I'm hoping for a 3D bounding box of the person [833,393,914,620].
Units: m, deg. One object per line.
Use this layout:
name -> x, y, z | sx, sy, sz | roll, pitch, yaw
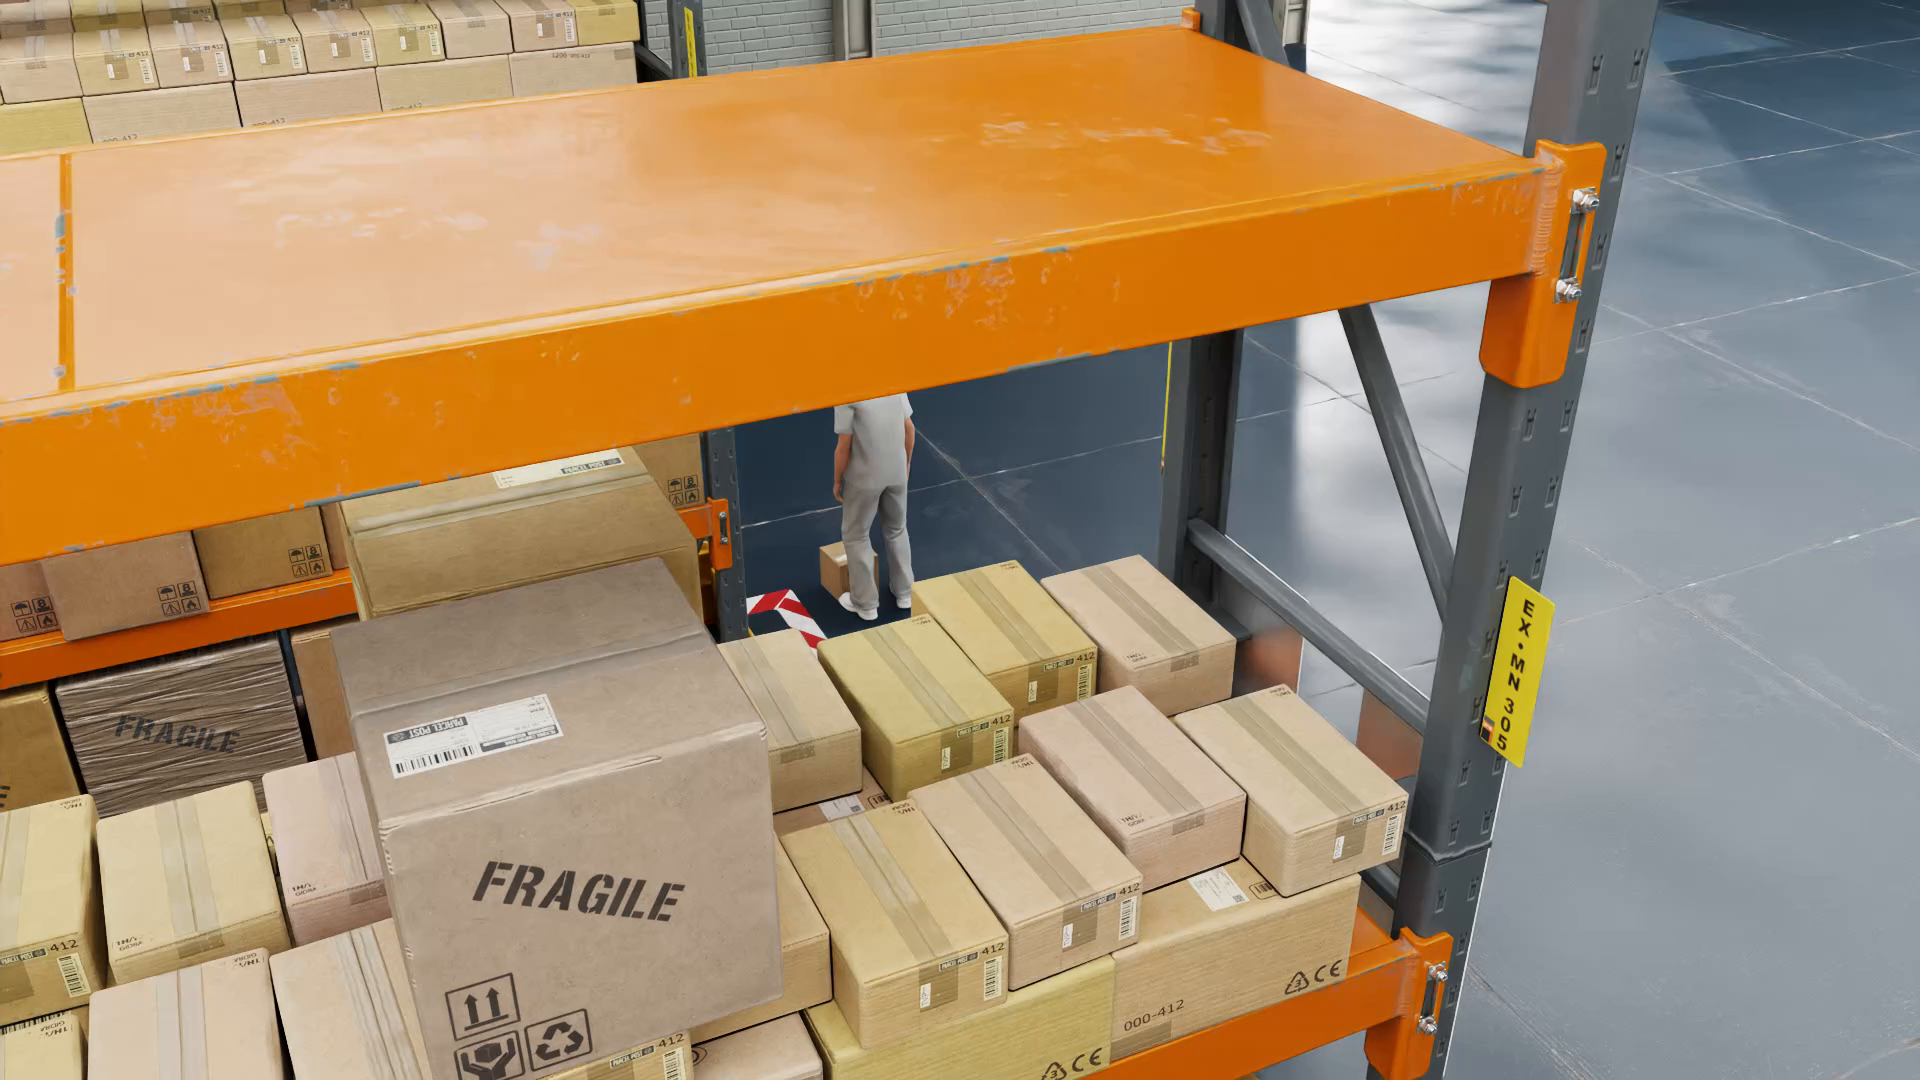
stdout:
person -> -0.472, -0.348, 9.063 | 0.489, 1.672, 0.359 | -17, 34, -27
